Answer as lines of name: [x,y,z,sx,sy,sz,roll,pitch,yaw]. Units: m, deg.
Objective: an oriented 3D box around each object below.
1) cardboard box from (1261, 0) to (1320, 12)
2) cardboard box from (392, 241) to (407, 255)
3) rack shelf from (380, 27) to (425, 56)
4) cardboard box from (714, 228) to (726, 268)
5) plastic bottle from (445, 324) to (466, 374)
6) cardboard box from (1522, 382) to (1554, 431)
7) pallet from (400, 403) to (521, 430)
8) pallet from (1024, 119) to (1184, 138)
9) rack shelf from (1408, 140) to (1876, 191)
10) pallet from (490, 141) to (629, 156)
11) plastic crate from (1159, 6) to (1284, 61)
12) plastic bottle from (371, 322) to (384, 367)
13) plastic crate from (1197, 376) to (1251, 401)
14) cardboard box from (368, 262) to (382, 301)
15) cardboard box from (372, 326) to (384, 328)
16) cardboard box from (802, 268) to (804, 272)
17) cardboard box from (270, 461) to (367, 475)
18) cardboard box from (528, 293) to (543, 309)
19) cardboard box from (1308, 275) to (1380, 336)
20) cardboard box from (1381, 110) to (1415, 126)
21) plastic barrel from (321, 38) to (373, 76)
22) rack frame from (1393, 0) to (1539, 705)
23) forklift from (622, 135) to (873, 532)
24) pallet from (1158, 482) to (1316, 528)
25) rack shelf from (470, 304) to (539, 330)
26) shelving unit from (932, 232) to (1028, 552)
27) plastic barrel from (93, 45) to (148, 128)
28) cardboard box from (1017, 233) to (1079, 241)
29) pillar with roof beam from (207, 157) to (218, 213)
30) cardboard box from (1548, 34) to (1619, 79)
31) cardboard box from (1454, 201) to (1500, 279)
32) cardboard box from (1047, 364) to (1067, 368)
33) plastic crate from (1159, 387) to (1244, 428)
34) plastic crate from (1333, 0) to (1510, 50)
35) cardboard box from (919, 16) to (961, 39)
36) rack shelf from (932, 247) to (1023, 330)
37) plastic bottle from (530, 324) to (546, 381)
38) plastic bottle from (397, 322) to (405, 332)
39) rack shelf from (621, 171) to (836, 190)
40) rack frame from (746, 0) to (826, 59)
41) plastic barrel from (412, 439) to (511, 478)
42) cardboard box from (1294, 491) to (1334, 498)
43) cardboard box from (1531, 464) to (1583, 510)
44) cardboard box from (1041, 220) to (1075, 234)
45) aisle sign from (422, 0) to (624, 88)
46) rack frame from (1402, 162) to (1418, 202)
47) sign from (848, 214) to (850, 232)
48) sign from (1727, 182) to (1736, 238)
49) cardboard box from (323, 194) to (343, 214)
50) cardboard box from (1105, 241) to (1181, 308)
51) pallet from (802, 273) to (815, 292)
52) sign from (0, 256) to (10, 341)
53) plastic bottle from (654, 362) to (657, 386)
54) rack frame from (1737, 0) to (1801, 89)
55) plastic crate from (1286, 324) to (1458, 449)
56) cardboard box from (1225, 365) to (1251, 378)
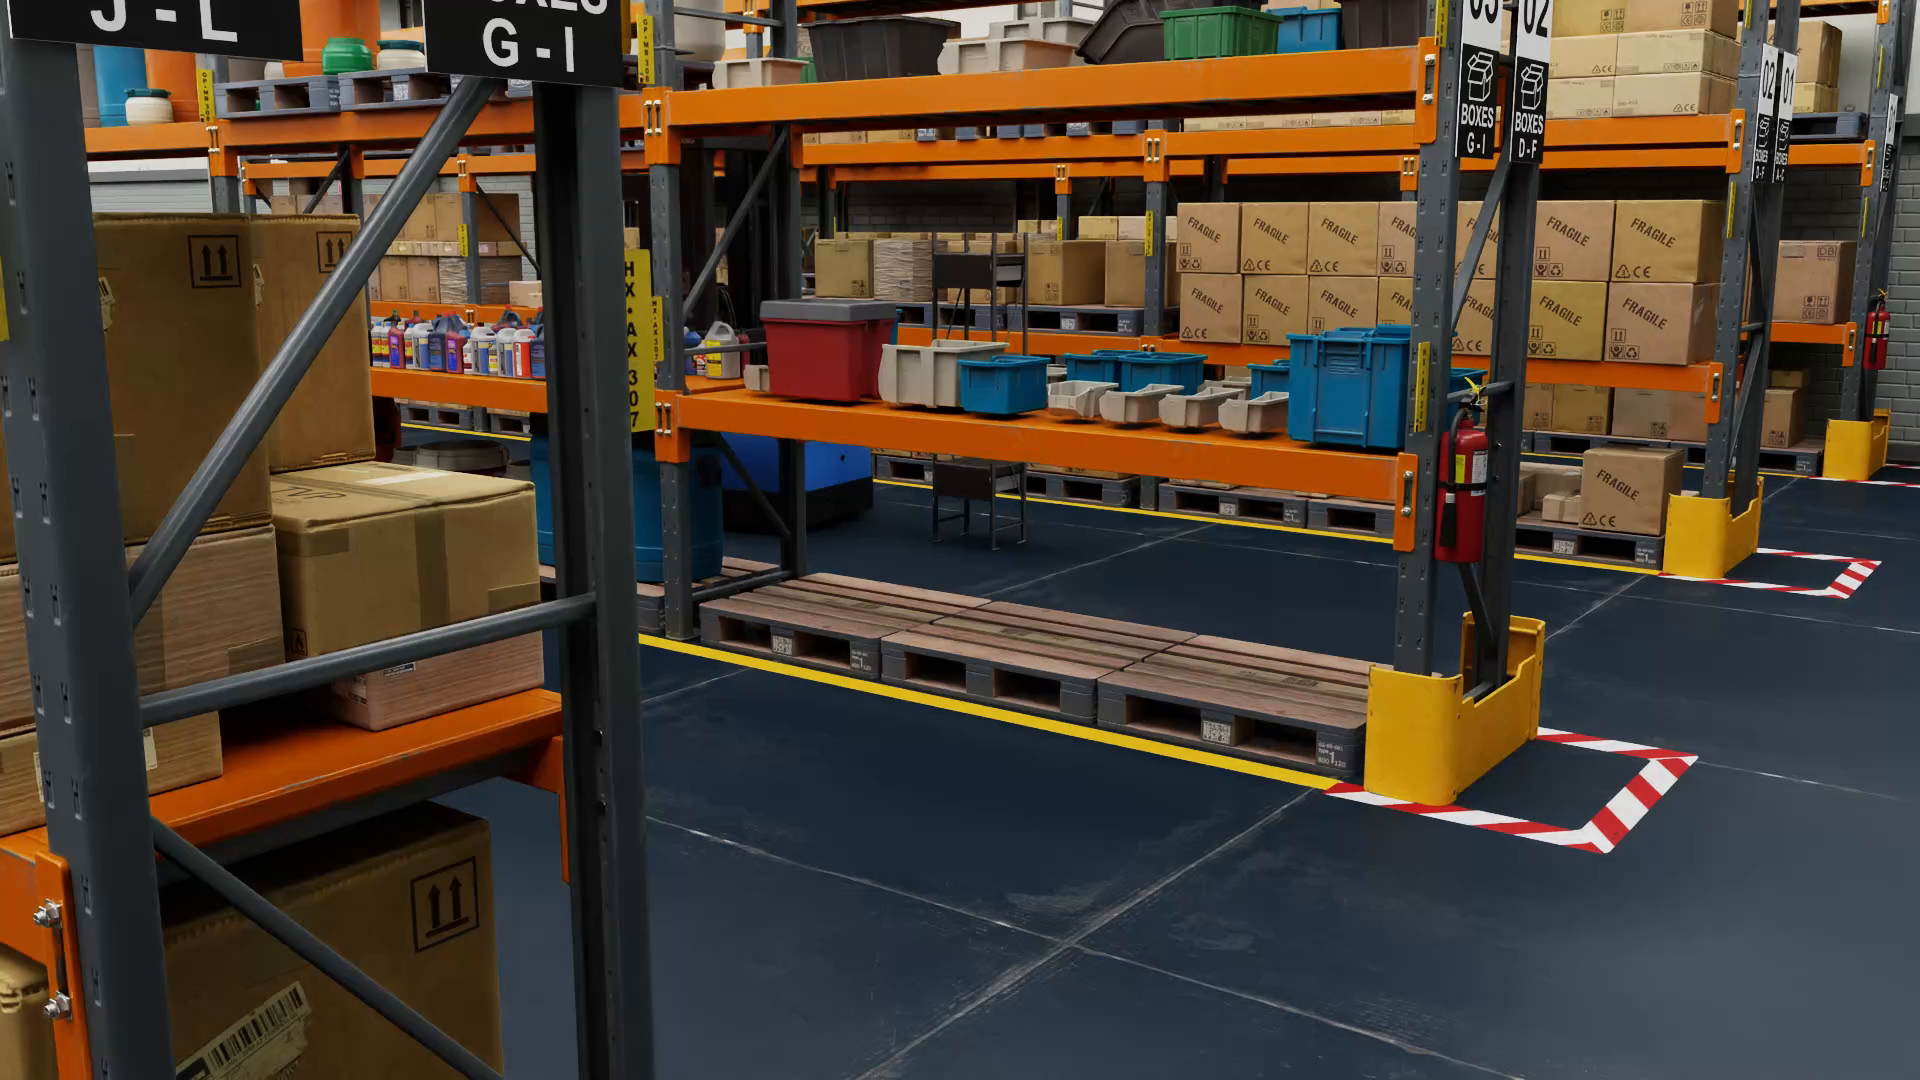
cardboard box: [2.453,-3.660,11.757,0.500,0.500,0.700,8,13,36]
cardboard box: [-5.894,-3.153,17.961,0.250,0.149,0.380,8,13,35]
rack shelf: [-6.341,-5.294,18.150,4.000,0.370,1.077,8,13,36]
cardboard box: [-3.169,-3.856,21.931,0.500,0.500,0.500,7,13,34]
plastic bottle: [-2.935,-1.112,9.685,0.133,0.283,0.061,8,13,36]
cardboard box: [5.593,-1.355,16.111,0.500,0.500,0.700,8,13,35]
pallet: [-5.345,-1.400,18.211,1.213,0.211,1.003,8,13,36]
pallet: [1.235,-3.238,12.969,1.003,0.211,1.213,8,13,36]
rack shelf: [6.260,-3.427,15.345,4.000,0.370,1.077,8,13,36]
pallet: [-4.010,-3.955,16.682,1.217,0.209,0.805,7,13,33]
plastic crate: [1.044,-2.002,6.642,0.336,0.188,0.450,8,13,36]
plastic bottle: [-3.539,-1.194,10.144,0.097,0.271,0.097,0,11,0]
plastic crate: [1.248,-0.669,7.629,0.298,0.136,0.250,8,13,36]
cardboard box: [-6.335,-2.944,18.587,0.500,0.500,0.700,8,14,37]
cardboard box: [-6.530,-2.223,19.280,0.500,0.500,0.500,8,13,36]
cardboard box: [-2.361,-3.375,21.421,0.500,0.250,0.500,8,14,36]
cardboard box: [-1.573,-0.033,3.416,0.500,0.250,0.500,8,13,35]
cardboard box: [-4.136,-2.419,16.798,0.250,0.149,0.380,8,13,36]
cardboard box: [2.785,-1.610,11.693,0.500,0.500,0.500,8,13,35]
cardboard box: [3.172,-2.911,11.179,0.500,0.250,0.500,8,13,36]
plastic barrel: [-3.722,-2.914,10.101,0.294,0.245,0.294,0,11,0]
rack frame: [2.008,-0.566,6.560,0.127,3.000,1.000,8,13,36]
forklift: [-2.183,-1.675,12.473,3.031,2.935,1.130,6,13,29]
pallet: [2.272,-0.327,12.667,1.213,0.211,1.003,8,13,36]
rack shelf: [-3.117,-2.095,16.357,4.000,0.370,1.077,8,13,36]
shelving unit: [0.133,-1.012,11.234,0.503,2.100,0.431,8,13,36]
plastic barrel: [-6.071,-3.463,12.317,0.708,0.901,0.600,8,13,36]
cardboard box: [1.040,-3.299,19.263,0.500,0.500,0.700,6,13,29]
pillar with roof beam: [-16.168,-7.571,26.973,0.548,9.000,9.100,8,13,36]
cardboard box: [3.975,-3.044,10.546,0.500,0.250,0.500,8,13,36]
cardboard box: [3.593,-1.986,11.004,0.500,0.500,0.500,8,14,37]
cardboard box: [0.667,-1.335,13.981,0.500,0.250,0.500,8,14,36]
plastic crate: [1.019,-0.565,7.090,0.243,0.136,0.396,8,13,36]
plastic crate: [1.863,-2.061,6.732,0.590,0.269,0.497,8,13,36]
cardboard box: [-0.335,-4.072,13.886,0.500,0.500,0.500,8,13,36]
rack shelf: [0.133,-1.686,11.104,0.480,0.518,0.431,8,13,36]
plastic bottle: [-2.299,-1.066,9.272,0.185,0.351,0.144,8,13,36]
plastic bottle: [-3.779,-1.372,11.249,0.097,0.201,0.097,0,11,0]
rack shelf: [-3.412,-4.776,22.319,4.000,0.370,1.077,8,13,36]
rack frame: [-1.505,-5.169,14.557,0.127,3.000,1.000,8,13,36]
plastic barrel: [-3.125,-0.309,10.471,0.708,0.588,0.600,8,13,36]
cardboard box: [2.633,-0.423,12.119,0.250,0.166,0.380,8,13,36]
cardboard box: [4.270,-0.351,11.528,0.500,0.250,0.500,8,13,36]
cardboard box: [1.128,-3.600,19.112,0.250,0.149,0.380,6,12,28]
aisle sign: [-0.688,-1.122,2.589,0.004,0.787,0.394,8,13,36]
rack frame: [4.648,-2.533,16.724,0.127,3.000,1.000,8,13,36]
sign: [-1.474,-4.086,21.704,0.005,0.325,0.100,8,13,36]
sign: [4.599,-1.965,9.910,0.005,0.325,0.100,8,13,36]
cardboard box: [-6.708,-3.634,18.737,0.500,0.500,0.700,8,14,36]
cardboard box: [1.470,-2.117,13.205,0.500,0.500,0.700,3,11,16]
pallet: [-1.270,-3.230,20.832,1.213,0.211,1.003,8,13,36]
sign: [-1.256,-0.411,2.087,0.005,0.325,0.100,8,13,36]
plastic bottle: [-1.666,-0.935,8.986,0.097,0.201,0.097,0,11,0]
rack frame: [4.943,-4.270,9.908,0.127,3.000,1.000,8,13,36]
plastic crate: [1.628,-0.622,6.598,0.499,0.435,0.616,8,13,36]
cardboard box: [3.329,-1.836,17.677,0.750,0.750,0.750,8,14,37]
